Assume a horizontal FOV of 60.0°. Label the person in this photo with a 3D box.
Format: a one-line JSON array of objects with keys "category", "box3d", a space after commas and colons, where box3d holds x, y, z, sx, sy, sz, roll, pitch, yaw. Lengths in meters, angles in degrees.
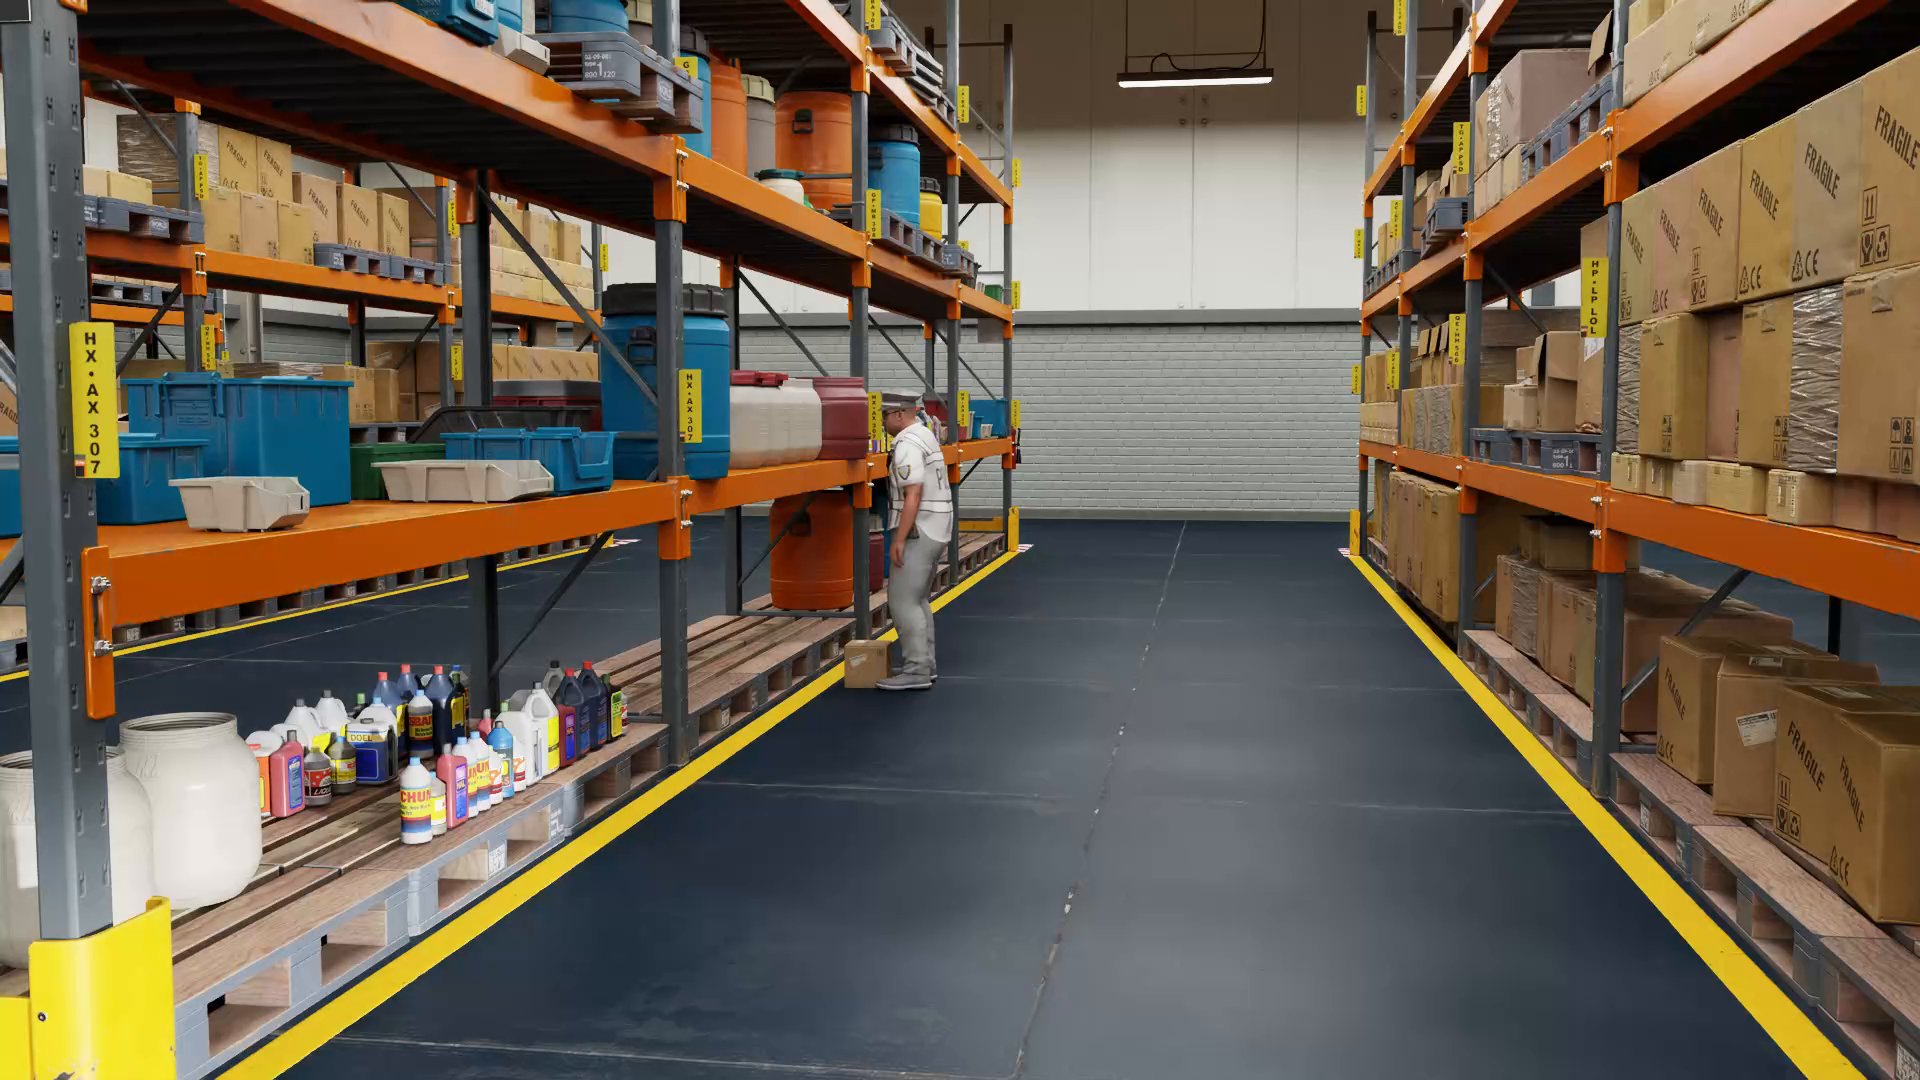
[{"category": "person", "box3d": [-0.266, -0.013, 9.757, 0.439, 1.748, 0.586, 1, 4, 9]}]
